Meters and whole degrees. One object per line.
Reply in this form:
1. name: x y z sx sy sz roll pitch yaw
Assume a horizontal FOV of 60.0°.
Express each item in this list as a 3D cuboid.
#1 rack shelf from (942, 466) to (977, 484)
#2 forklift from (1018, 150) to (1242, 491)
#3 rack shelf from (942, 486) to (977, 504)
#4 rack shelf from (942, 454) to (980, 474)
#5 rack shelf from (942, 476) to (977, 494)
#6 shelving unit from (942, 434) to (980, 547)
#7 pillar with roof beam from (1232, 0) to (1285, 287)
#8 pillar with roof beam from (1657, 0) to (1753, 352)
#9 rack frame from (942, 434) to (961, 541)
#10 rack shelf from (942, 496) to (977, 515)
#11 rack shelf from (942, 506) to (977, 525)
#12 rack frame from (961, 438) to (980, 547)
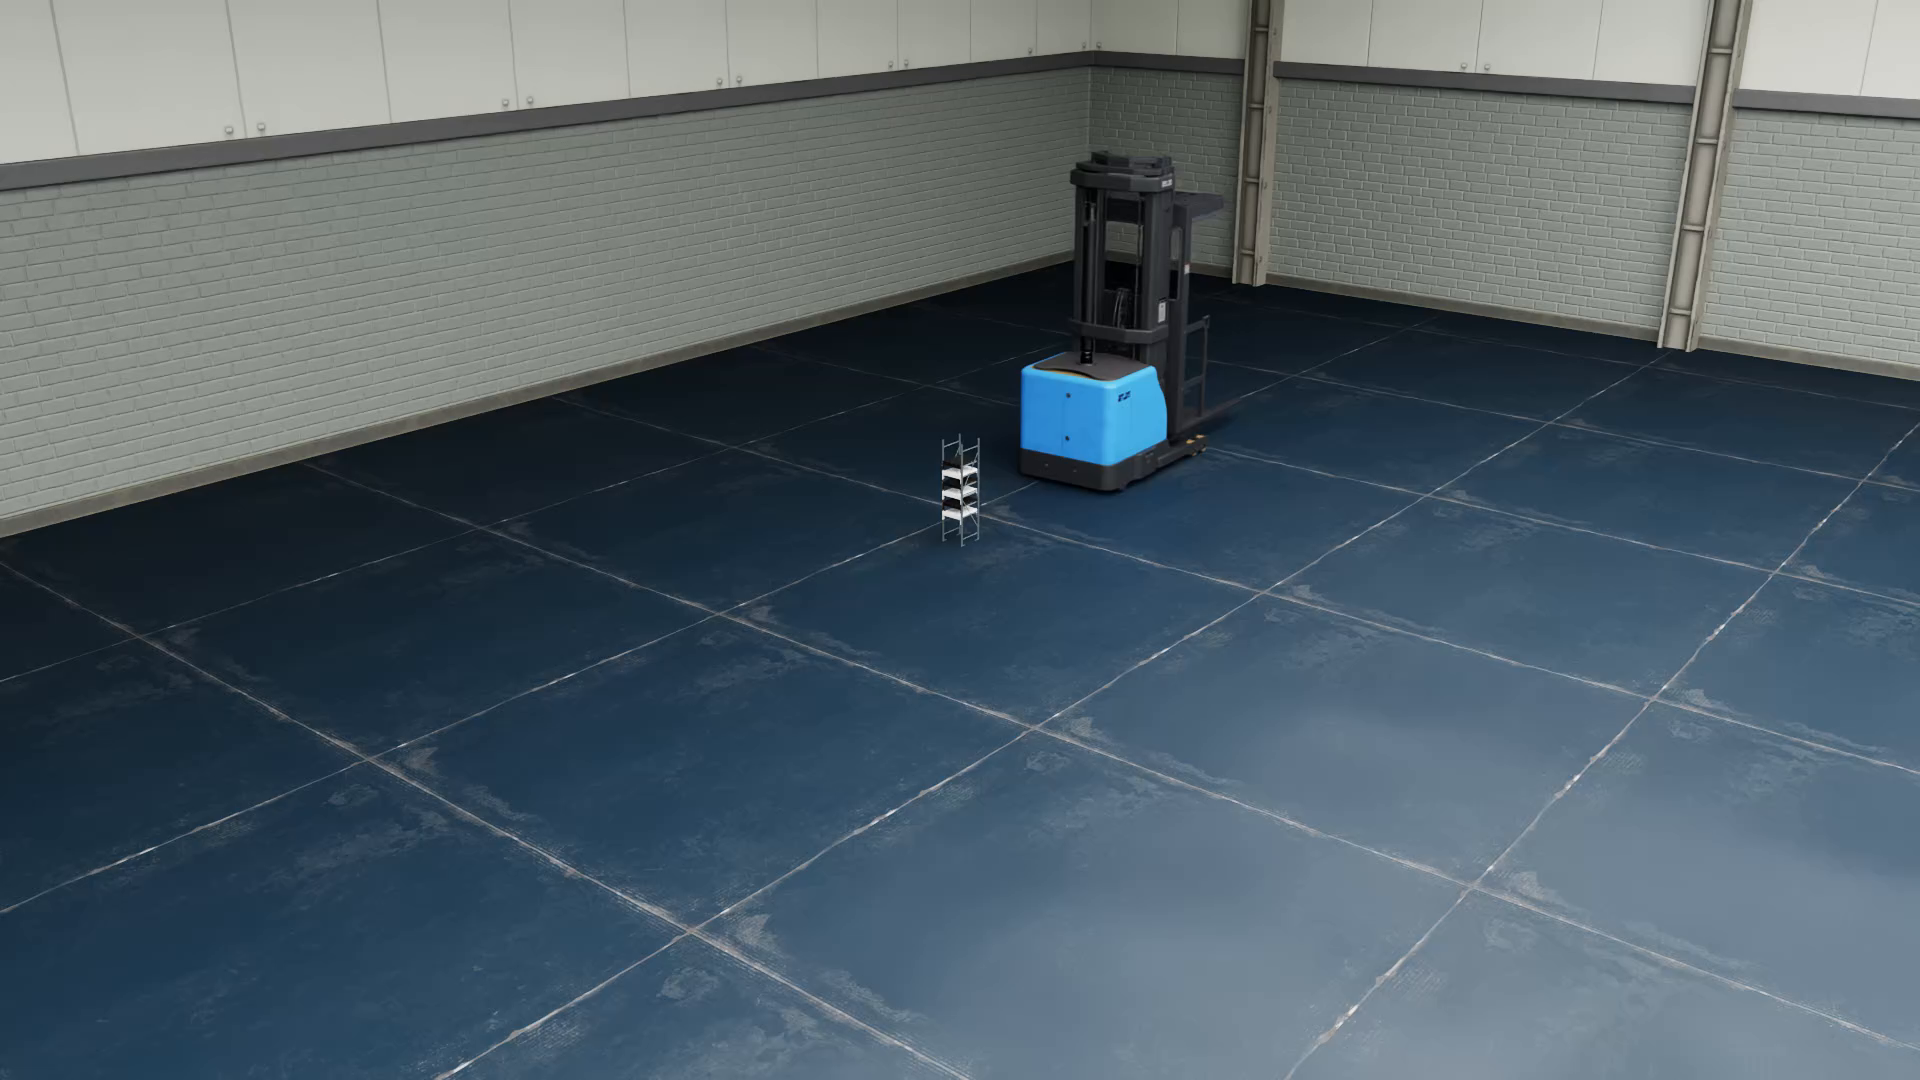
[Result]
1. rack shelf: 0.006 -0.556 13.953 0.200 0.077 0.258 16 26 36
2. forklift: 1.813 -2.279 16.058 1.130 2.935 3.031 14 25 33
3. rack shelf: 0.006 -0.388 14.016 0.200 0.077 0.258 16 26 36
4. rack shelf: 0.006 -0.641 13.921 0.200 0.077 0.258 16 26 36
5. rack shelf: 0.006 -0.472 13.985 0.200 0.077 0.258 16 26 36
6. shelving unit: 0.006 -0.419 14.005 0.210 0.900 0.258 16 26 36
7. pillar with roof beam: 1.449 -6.742 19.292 0.400 9.000 9.100 16 26 36
8. pillar with roof beam: 6.098 -5.403 15.742 0.400 9.000 9.100 16 26 36
9. rack frame: -0.072 -0.442 14.065 0.006 0.900 0.240 16 26 36
10. rack shelf: 0.006 -0.304 14.048 0.200 0.077 0.258 16 26 36
11. rack shelf: 0.006 -0.220 14.080 0.200 0.077 0.258 16 26 36
12. rack frame: 0.085 -0.397 13.944 0.006 0.900 0.240 16 26 36
